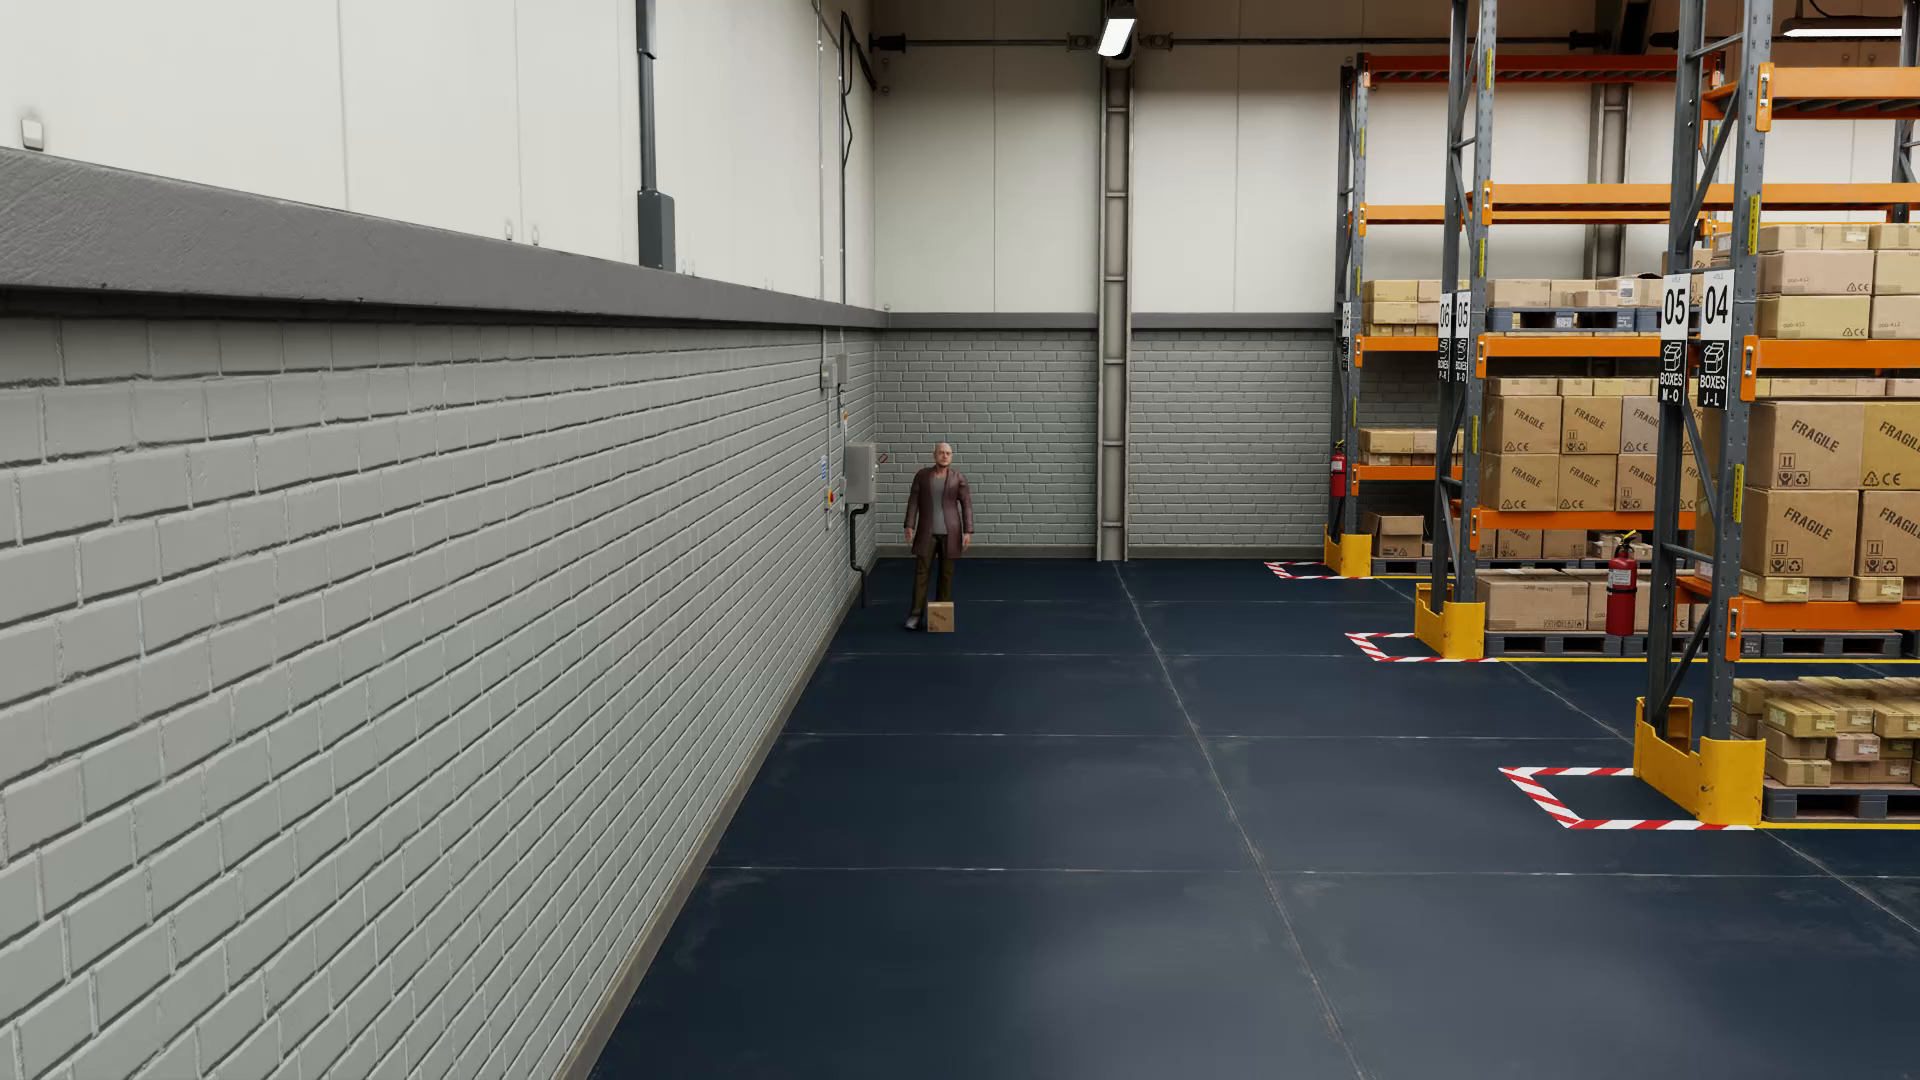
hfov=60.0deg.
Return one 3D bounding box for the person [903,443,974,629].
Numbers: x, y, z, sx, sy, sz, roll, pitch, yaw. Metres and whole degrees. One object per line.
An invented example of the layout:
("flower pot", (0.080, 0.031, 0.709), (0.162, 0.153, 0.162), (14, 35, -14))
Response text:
("person", (-0.208, -0.046, 16.125), (0.694, 1.776, 0.582), (0, 7, 1))
